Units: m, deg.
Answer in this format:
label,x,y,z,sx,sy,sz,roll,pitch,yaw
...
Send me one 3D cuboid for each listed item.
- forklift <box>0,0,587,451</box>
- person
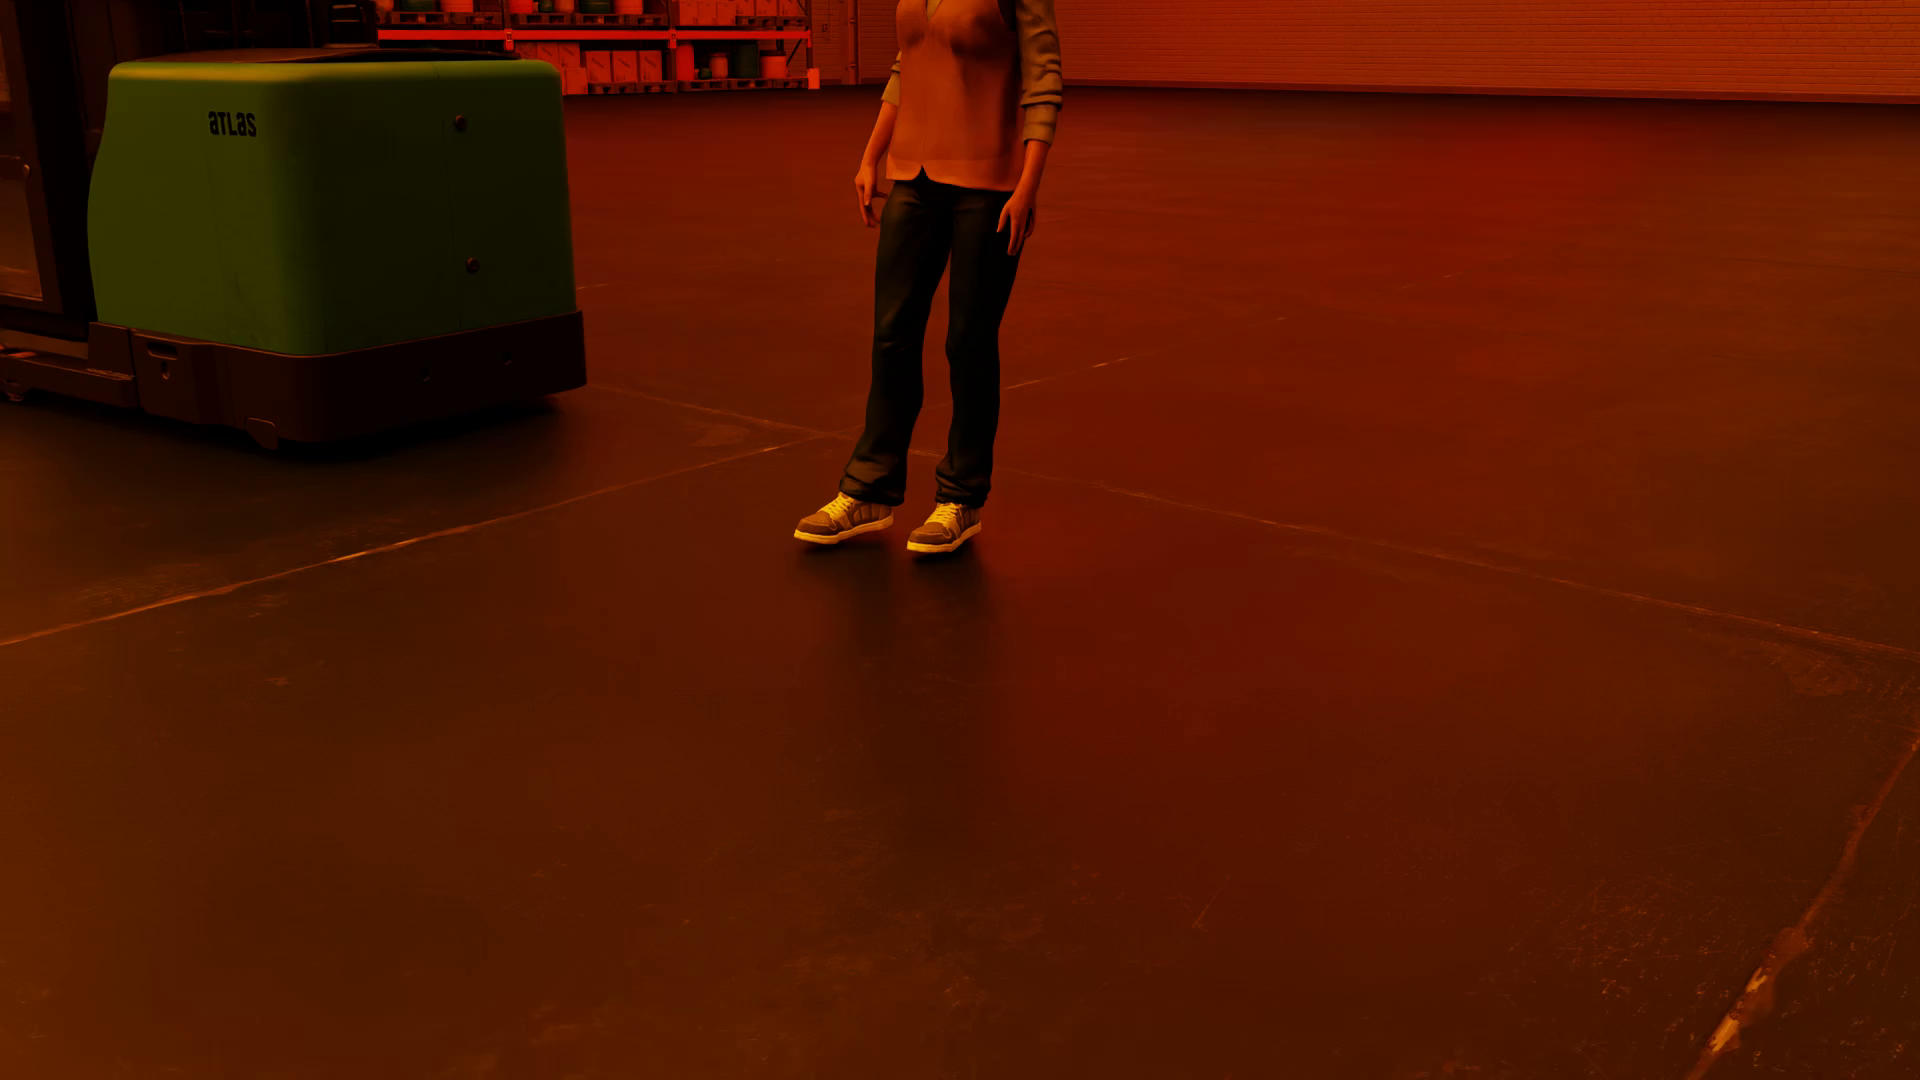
label,x,y,z,sx,sy,sz,roll,pitch,yaw
forklift,-2.703,-1.965,5.367,3.031,2.935,1.130,11,20,33
person,-0.058,-0.750,3.663,0.520,1.585,0.473,13,21,37
